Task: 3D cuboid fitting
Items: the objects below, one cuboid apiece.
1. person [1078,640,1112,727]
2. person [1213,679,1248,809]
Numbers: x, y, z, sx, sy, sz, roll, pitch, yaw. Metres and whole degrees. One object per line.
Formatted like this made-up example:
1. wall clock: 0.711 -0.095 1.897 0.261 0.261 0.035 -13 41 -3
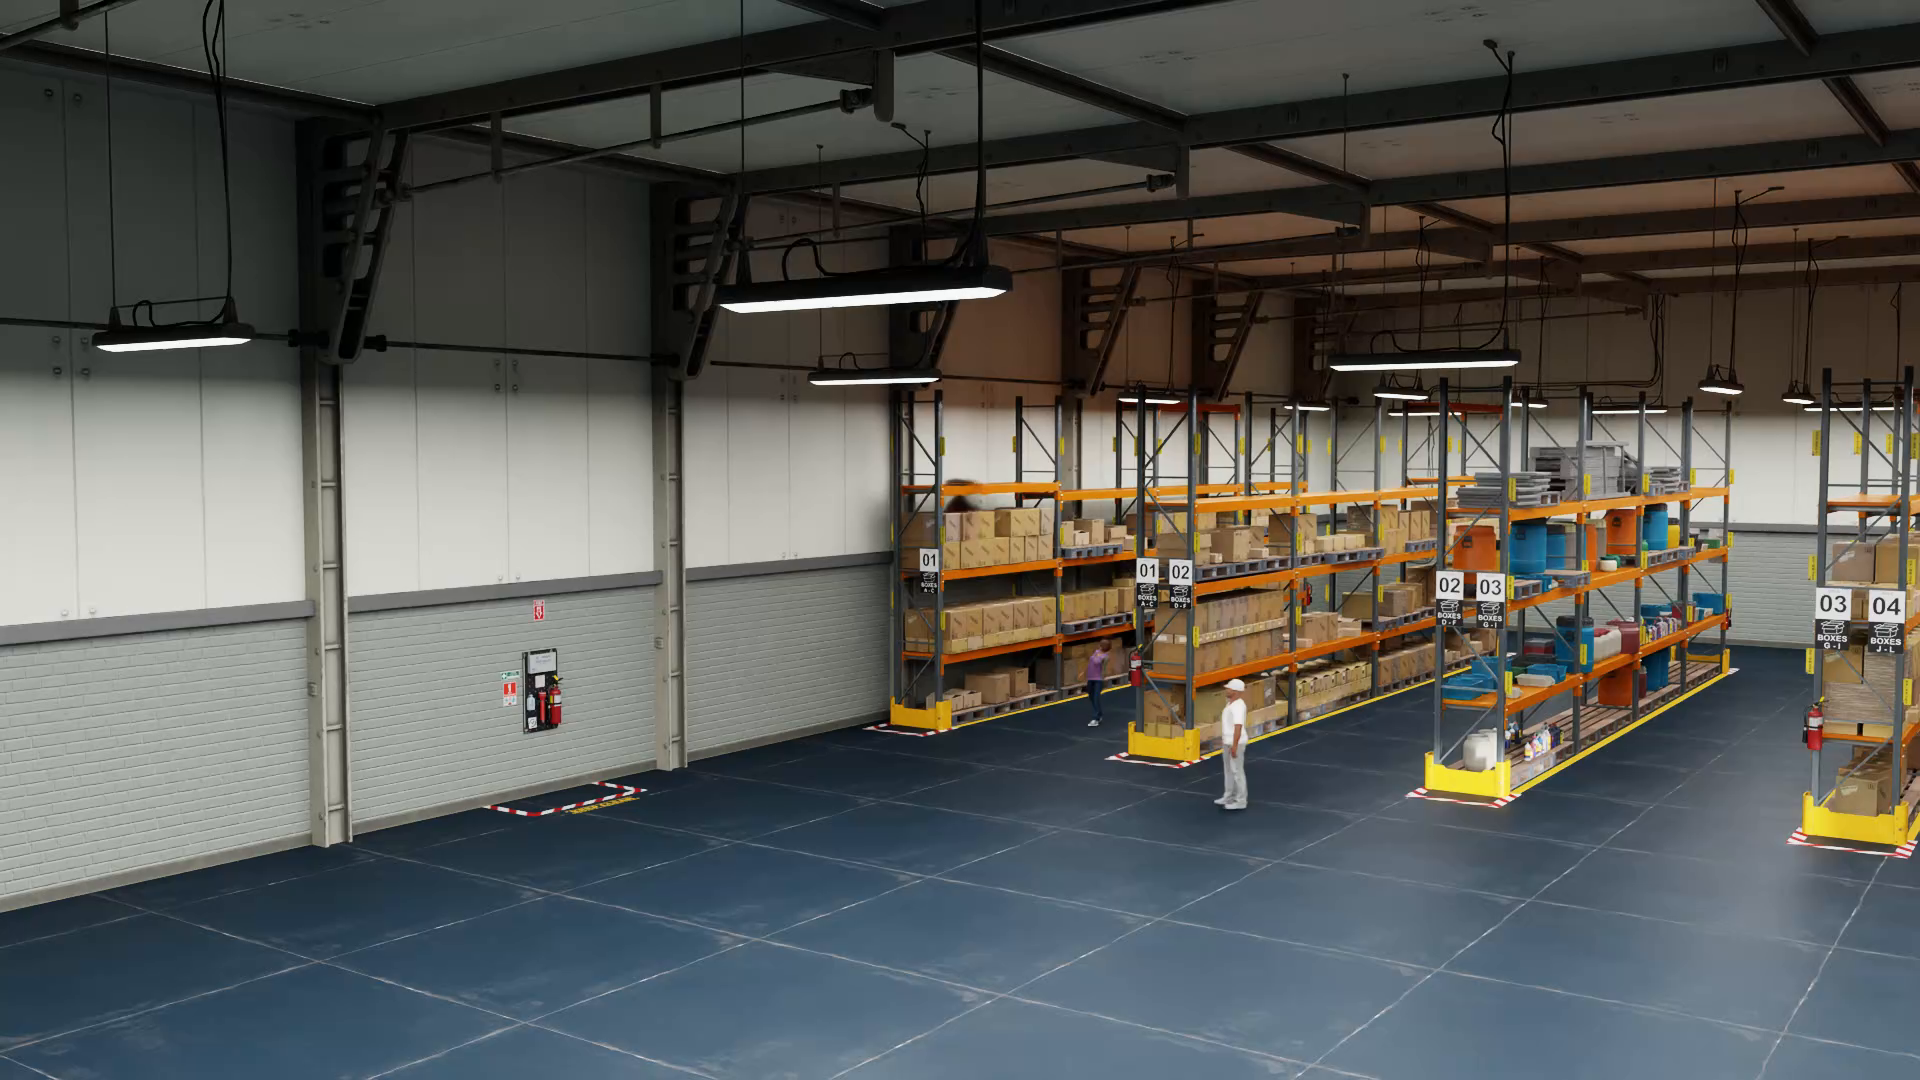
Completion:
1. person: 2.404 2.548 29.974 0.649 1.537 0.565 -3 4 -38
2. person: 3.763 2.808 23.040 0.436 1.769 0.629 -1 3 -11
